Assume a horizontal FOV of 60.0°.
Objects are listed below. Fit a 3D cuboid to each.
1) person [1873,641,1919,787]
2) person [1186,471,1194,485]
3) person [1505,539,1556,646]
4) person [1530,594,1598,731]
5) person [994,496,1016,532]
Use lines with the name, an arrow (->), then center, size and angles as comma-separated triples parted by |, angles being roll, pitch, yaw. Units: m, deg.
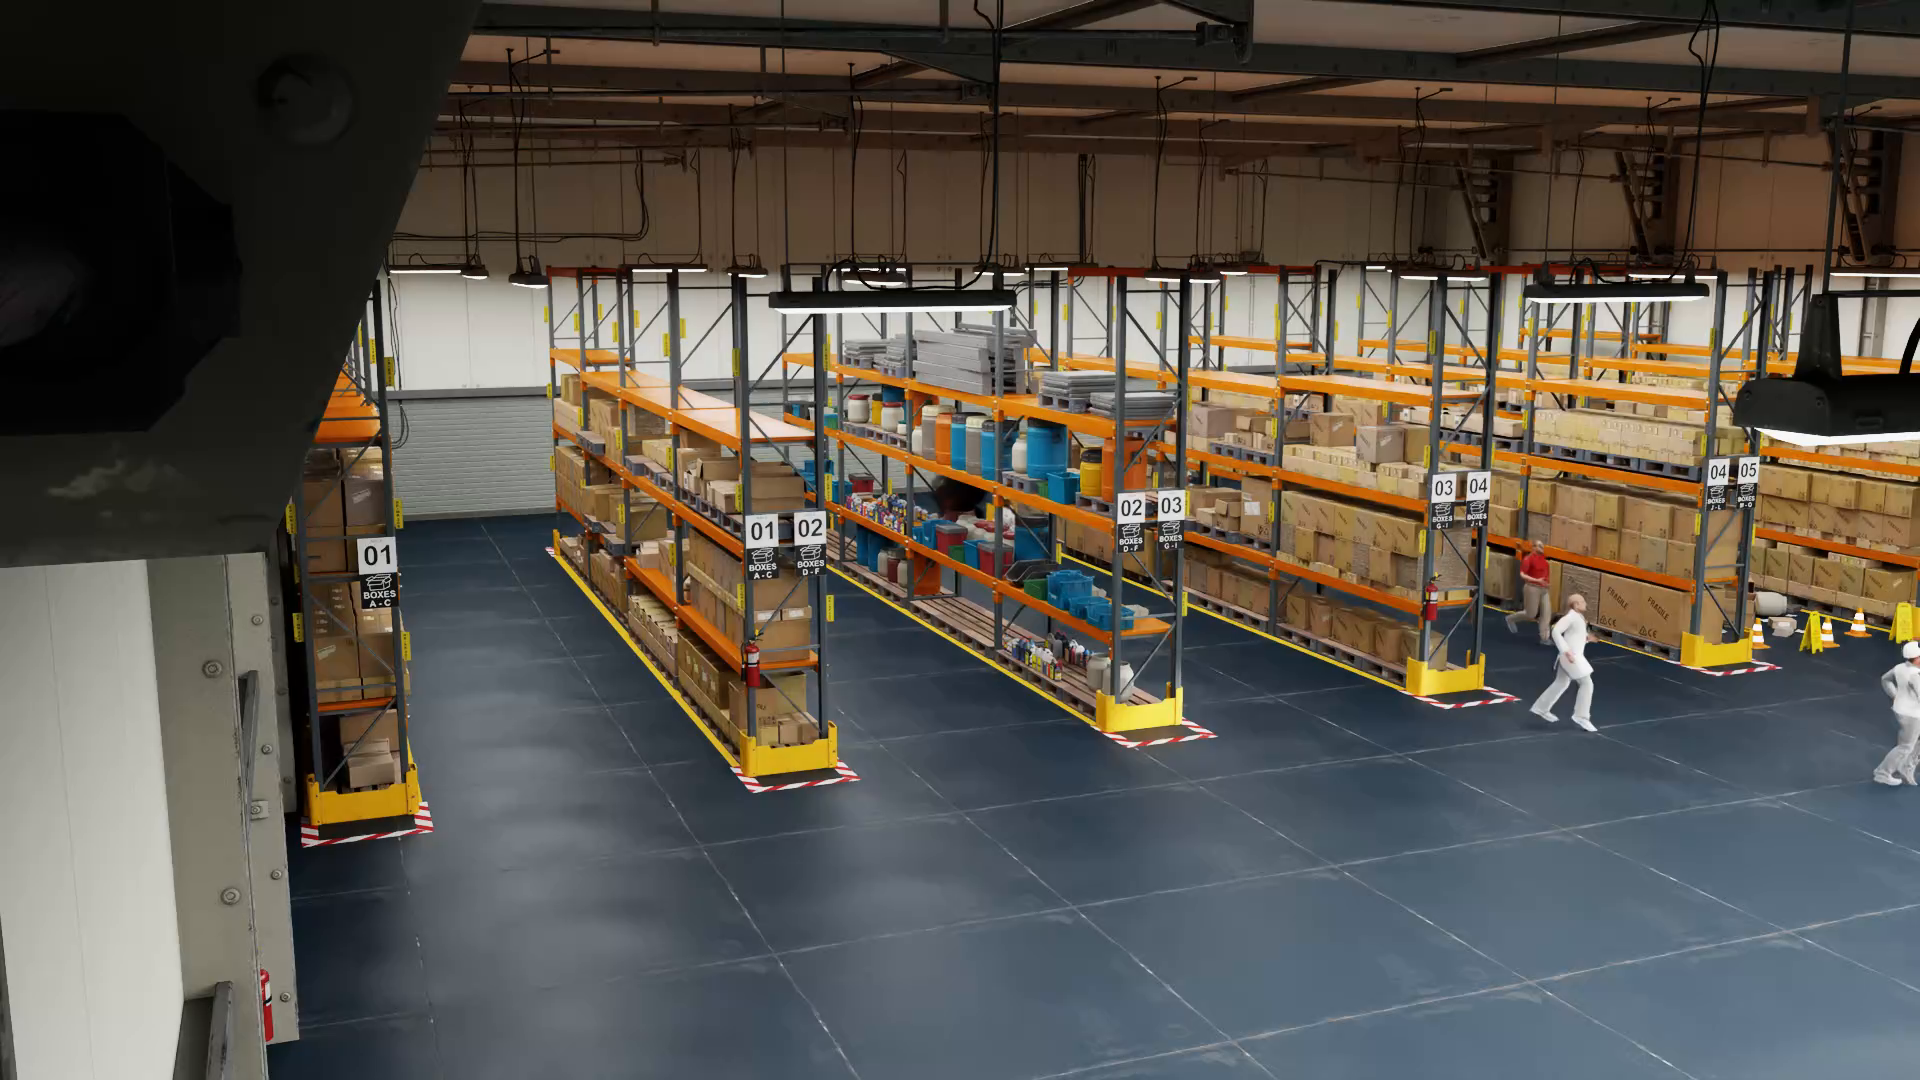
person -> 11.250, 2.080, 19.658 | 0.721, 1.806, 0.625 | 3, 10, 14
person -> 4.733, -0.595, 34.955 | 0.674, 1.731, 0.697 | -6, 11, -29
person -> 9.317, 0.826, 26.924 | 0.665, 1.700, 0.945 | -7, 12, -33
person -> 8.120, 1.623, 22.275 | 0.850, 1.845, 0.700 | 2, 10, 13
person -> 0.950, -0.105, 32.458 | 0.570, 1.654, 0.568 | -6, 12, -30
